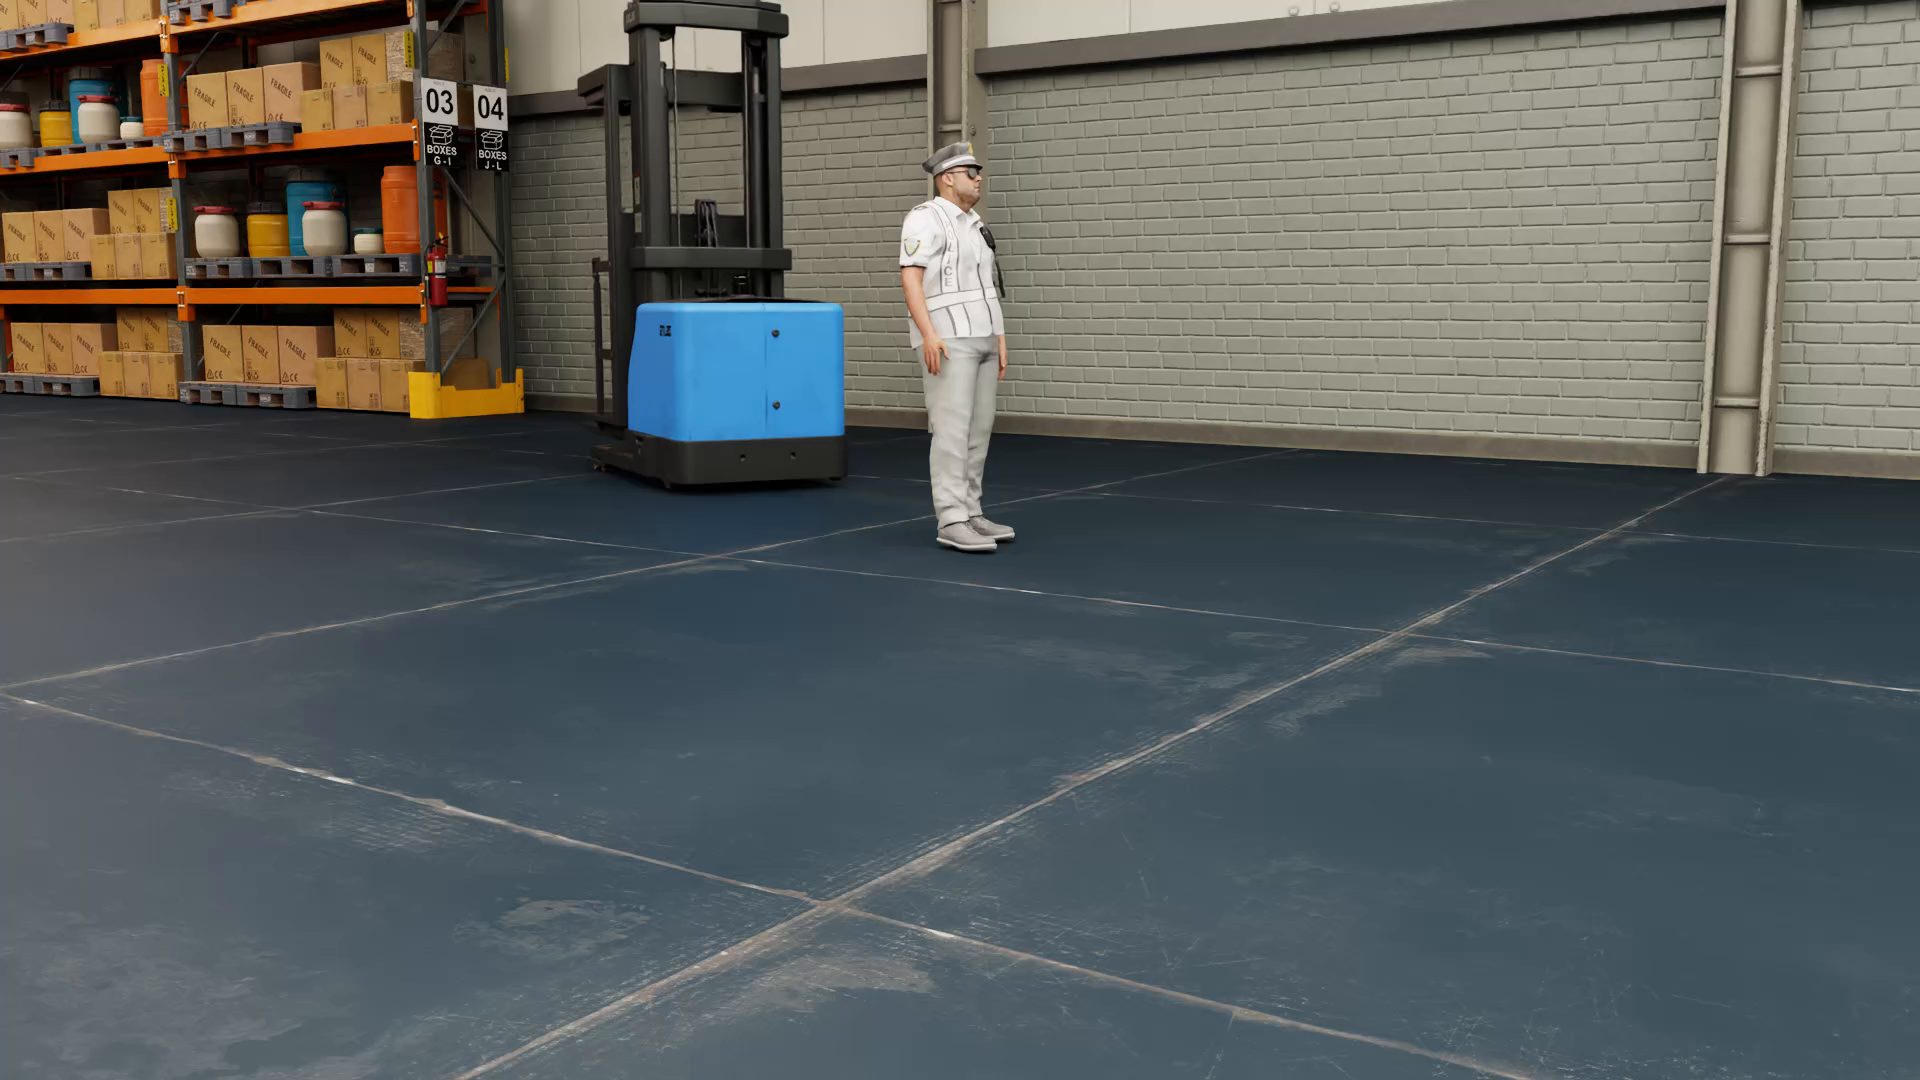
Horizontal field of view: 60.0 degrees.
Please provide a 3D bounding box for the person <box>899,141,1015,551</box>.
[{"bbox_3d":[0.058,-0.882,7.424,0.575,1.781,0.640,5,10,34],"label":"person"}]

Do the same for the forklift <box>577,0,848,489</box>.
[{"bbox_3d":[-1.767,-1.908,10.611,1.130,2.935,3.031,-4,9,-26],"label":"forklift"}]
